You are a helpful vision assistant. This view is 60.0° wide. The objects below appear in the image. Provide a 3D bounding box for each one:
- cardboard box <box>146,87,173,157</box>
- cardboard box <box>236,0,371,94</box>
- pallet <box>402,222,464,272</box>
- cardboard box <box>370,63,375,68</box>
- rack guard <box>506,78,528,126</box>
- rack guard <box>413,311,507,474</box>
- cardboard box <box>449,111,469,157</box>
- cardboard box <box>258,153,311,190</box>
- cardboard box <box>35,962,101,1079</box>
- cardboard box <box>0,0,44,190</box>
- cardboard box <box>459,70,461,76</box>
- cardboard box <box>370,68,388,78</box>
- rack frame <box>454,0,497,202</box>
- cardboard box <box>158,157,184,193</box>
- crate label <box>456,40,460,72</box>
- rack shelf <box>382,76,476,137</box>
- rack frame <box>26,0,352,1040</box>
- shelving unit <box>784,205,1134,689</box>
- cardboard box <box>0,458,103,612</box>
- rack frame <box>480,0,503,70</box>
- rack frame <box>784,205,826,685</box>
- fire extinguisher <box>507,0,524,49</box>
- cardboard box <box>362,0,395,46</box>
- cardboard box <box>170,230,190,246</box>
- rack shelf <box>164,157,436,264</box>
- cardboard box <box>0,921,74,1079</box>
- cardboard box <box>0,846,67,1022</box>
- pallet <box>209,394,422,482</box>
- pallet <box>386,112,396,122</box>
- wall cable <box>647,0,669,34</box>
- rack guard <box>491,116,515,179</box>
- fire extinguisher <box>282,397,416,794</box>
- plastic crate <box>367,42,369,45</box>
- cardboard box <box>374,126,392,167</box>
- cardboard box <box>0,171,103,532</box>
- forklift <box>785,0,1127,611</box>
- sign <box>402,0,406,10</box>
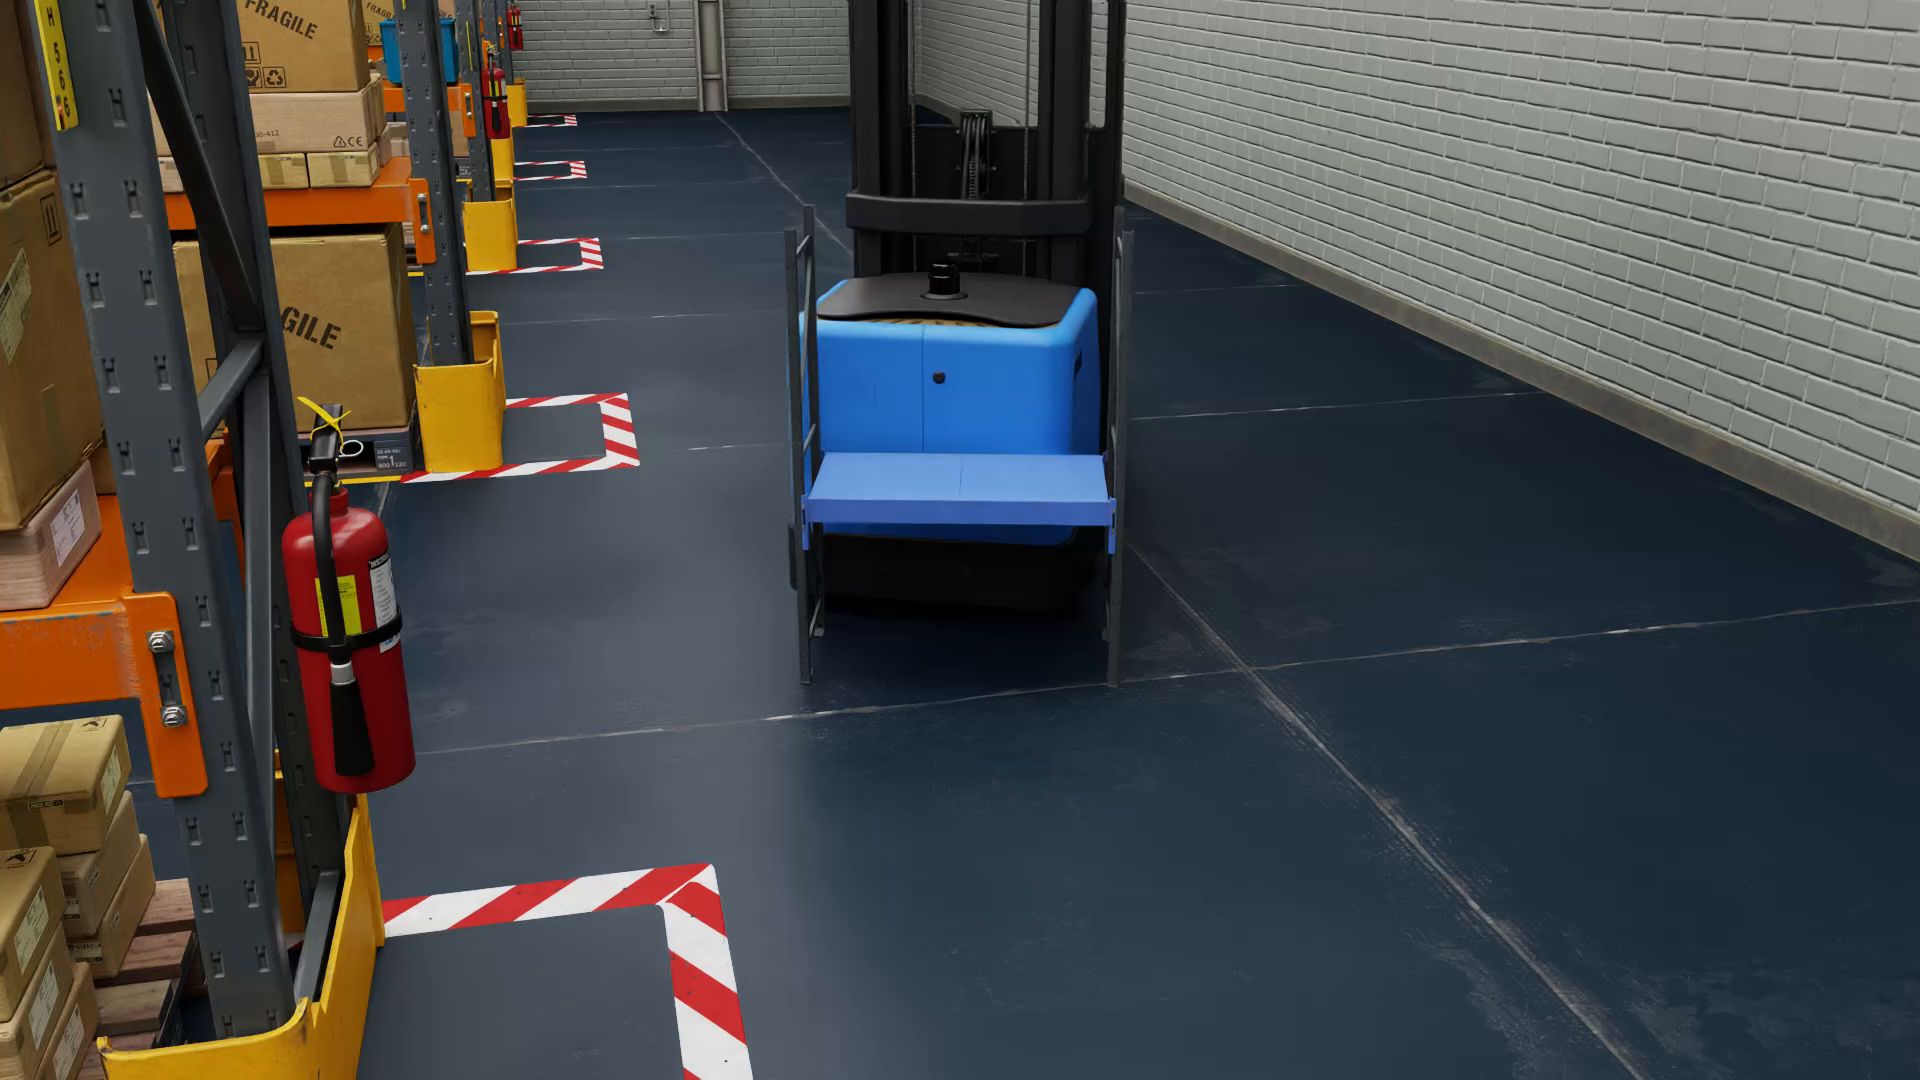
[{"bbox_3d":[-3.353,-1.818,7.203,0.500,0.250,0.500,-5,21,-13],"label":"cardboard box"},{"bbox_3d":[-2.863,-2.211,7.185,0.500,0.500,0.500,-4,21,-12],"label":"cardboard box"},{"bbox_3d":[-4.400,-2.212,12.547,1.213,0.211,1.003,-5,21,-12],"label":"pallet"},{"bbox_3d":[-7.435,-6.126,21.257,0.250,0.149,0.380,-4,21,-12],"label":"cardboard box"},{"bbox_3d":[-5.845,-5.718,21.699,0.348,0.500,1.175,-5,21,-12],"label":"rack guard"},{"bbox_3d":[-2.426,-0.744,8.120,0.348,0.500,1.175,-5,21,-12],"label":"rack guard"},{"bbox_3d":[-5.197,-4.140,16.749,0.500,0.500,0.500,-5,21,-12],"label":"cardboard box"},{"bbox_3d":[-2.972,-1.639,7.292,0.250,0.149,0.380,-4,21,-12],"label":"cardboard box"},{"bbox_3d":[-1.870,1.005,3.244,0.250,0.149,0.380,-4,21,-12],"label":"cardboard box"},{"bbox_3d":[-1.794,-0.785,2.564,0.500,0.500,0.500,-5,21,-14],"label":"cardboard box"},{"bbox_3d":[-6.527,-5.825,21.379,0.500,0.500,0.700,-5,21,-12],"label":"cardboard box"},{"bbox_3d":[-7.503,-5.745,21.161,0.500,0.500,0.700,-5,21,-14],"label":"cardboard box"},{"bbox_3d":[-3.589,-3.574,12.211,0.127,3.000,1.000,-5,21,-12],"label":"rack frame"},{"bbox_3d":[-3.461,-1.600,7.186,0.250,0.149,0.380,-4,21,-12],"label":"cardboard box"},{"bbox_3d":[-3.905,-3.614,12.477,0.303,0.233,0.416,-5,21,-12],"label":"crate label"},{"bbox_3d":[-5.535,-3.078,11.902,4.000,0.370,1.077,-5,21,-12],"label":"rack shelf"},{"bbox_3d":[-1.406,-0.248,3.130,0.127,3.000,1.000,-5,21,-12],"label":"rack frame"},{"bbox_3d":[0.003,-0.305,5.467,1.048,1.500,0.538,1,20,2],"label":"shelving unit"},{"bbox_3d":[-1.658,-0.010,2.845,0.250,0.149,0.380,-5,21,-12],"label":"cardboard box"},{"bbox_3d":[-4.725,-5.232,16.738,0.127,3.000,1.000,-5,21,-12],"label":"rack frame"},{"bbox_3d":[-0.505,-0.311,5.484,0.032,1.500,0.500,1,20,2],"label":"rack frame"},{"bbox_3d":[-5.615,-6.536,20.952,0.183,0.674,0.296,-5,21,-12],"label":"fire extinguisher"},{"bbox_3d":[-5.602,-5.111,16.260,0.500,0.500,0.500,-4,21,-12],"label":"cardboard box"},{"bbox_3d":[-3.939,-0.966,7.570,0.875,0.875,0.875,-5,21,-12],"label":"cardboard box"},{"bbox_3d":[-4.395,-1.420,7.376,4.000,0.370,1.077,-5,21,-12],"label":"rack shelf"},{"bbox_3d":[-1.854,0.891,3.123,0.250,0.149,0.380,-5,21,-14],"label":"cardboard box"},{"bbox_3d":[-1.863,0.741,3.100,0.250,0.149,0.380,-4,21,-12],"label":"cardboard box"},{"bbox_3d":[-3.209,-0.517,7.920,1.213,0.211,1.003,-5,21,-12],"label":"pallet"},{"bbox_3d":[-7.813,-5.396,21.239,1.213,0.211,1.003,-5,21,-12],"label":"pallet"},{"bbox_3d":[-4.840,-7.785,22.230,1.851,1.984,0.084,-5,21,-12],"label":"wall cable"},{"bbox_3d":[-4.799,-4.053,17.151,0.348,0.500,1.175,-5,21,-12],"label":"rack guard"},{"bbox_3d":[-1.055,0.098,2.841,0.183,0.674,0.296,-5,21,-12],"label":"fire extinguisher"},{"bbox_3d":[-4.545,-3.562,12.334,0.300,0.233,0.416,-5,21,-12],"label":"plastic crate"},{"bbox_3d":[-2.870,-1.881,7.953,0.250,0.149,0.380,-4,21,-12],"label":"cardboard box"},{"bbox_3d":[-1.784,-0.313,2.730,0.500,0.500,0.500,-4,21,-11],"label":"cardboard box"},{"bbox_3d":[0.151,-1.596,6.910,1.130,2.935,3.031,4,20,10],"label":"forklift"},{"bbox_3d":[-2.338,-2.388,6.946,0.005,0.325,0.100,-5,21,-12],"label":"sign"}]
